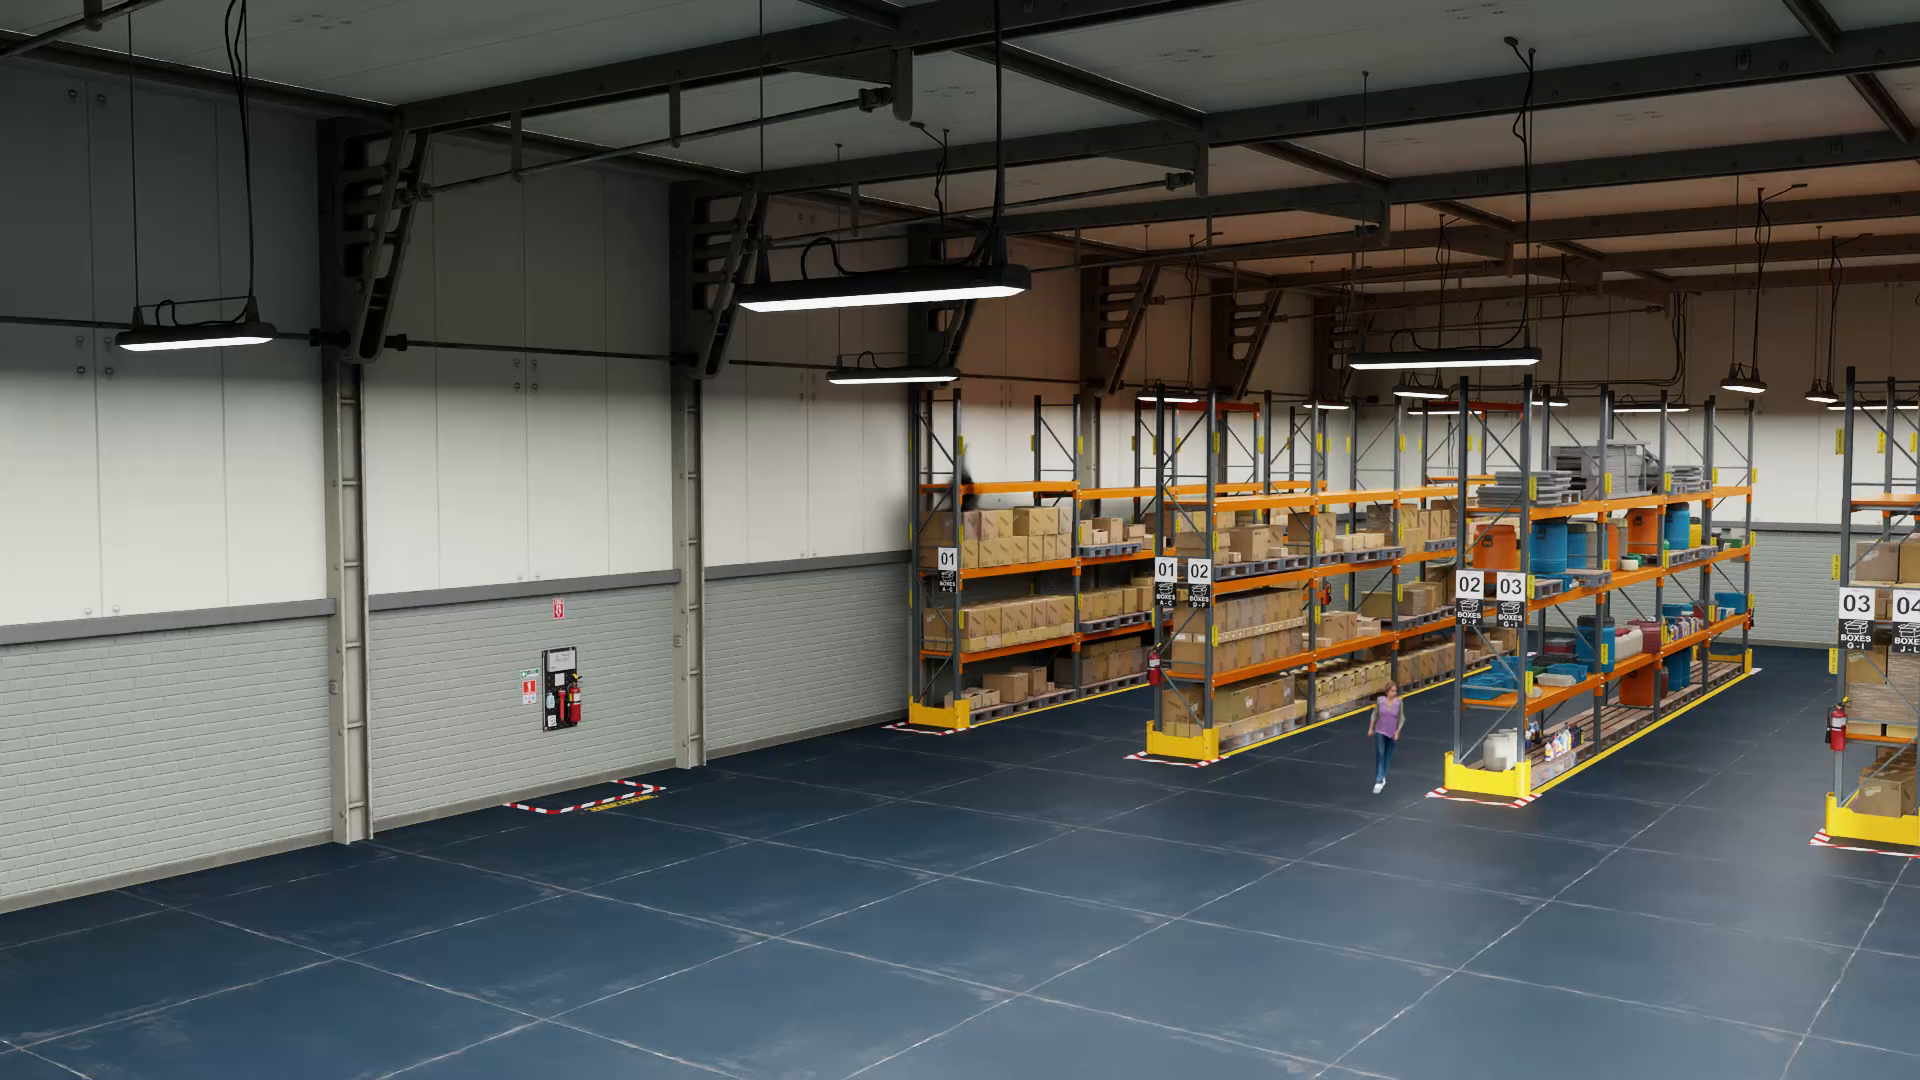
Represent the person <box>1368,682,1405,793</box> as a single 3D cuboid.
[{"bbox_3d":[6.175,2.819,24.063,0.500,1.559,0.830,0,3,6],"label":"person"}]
